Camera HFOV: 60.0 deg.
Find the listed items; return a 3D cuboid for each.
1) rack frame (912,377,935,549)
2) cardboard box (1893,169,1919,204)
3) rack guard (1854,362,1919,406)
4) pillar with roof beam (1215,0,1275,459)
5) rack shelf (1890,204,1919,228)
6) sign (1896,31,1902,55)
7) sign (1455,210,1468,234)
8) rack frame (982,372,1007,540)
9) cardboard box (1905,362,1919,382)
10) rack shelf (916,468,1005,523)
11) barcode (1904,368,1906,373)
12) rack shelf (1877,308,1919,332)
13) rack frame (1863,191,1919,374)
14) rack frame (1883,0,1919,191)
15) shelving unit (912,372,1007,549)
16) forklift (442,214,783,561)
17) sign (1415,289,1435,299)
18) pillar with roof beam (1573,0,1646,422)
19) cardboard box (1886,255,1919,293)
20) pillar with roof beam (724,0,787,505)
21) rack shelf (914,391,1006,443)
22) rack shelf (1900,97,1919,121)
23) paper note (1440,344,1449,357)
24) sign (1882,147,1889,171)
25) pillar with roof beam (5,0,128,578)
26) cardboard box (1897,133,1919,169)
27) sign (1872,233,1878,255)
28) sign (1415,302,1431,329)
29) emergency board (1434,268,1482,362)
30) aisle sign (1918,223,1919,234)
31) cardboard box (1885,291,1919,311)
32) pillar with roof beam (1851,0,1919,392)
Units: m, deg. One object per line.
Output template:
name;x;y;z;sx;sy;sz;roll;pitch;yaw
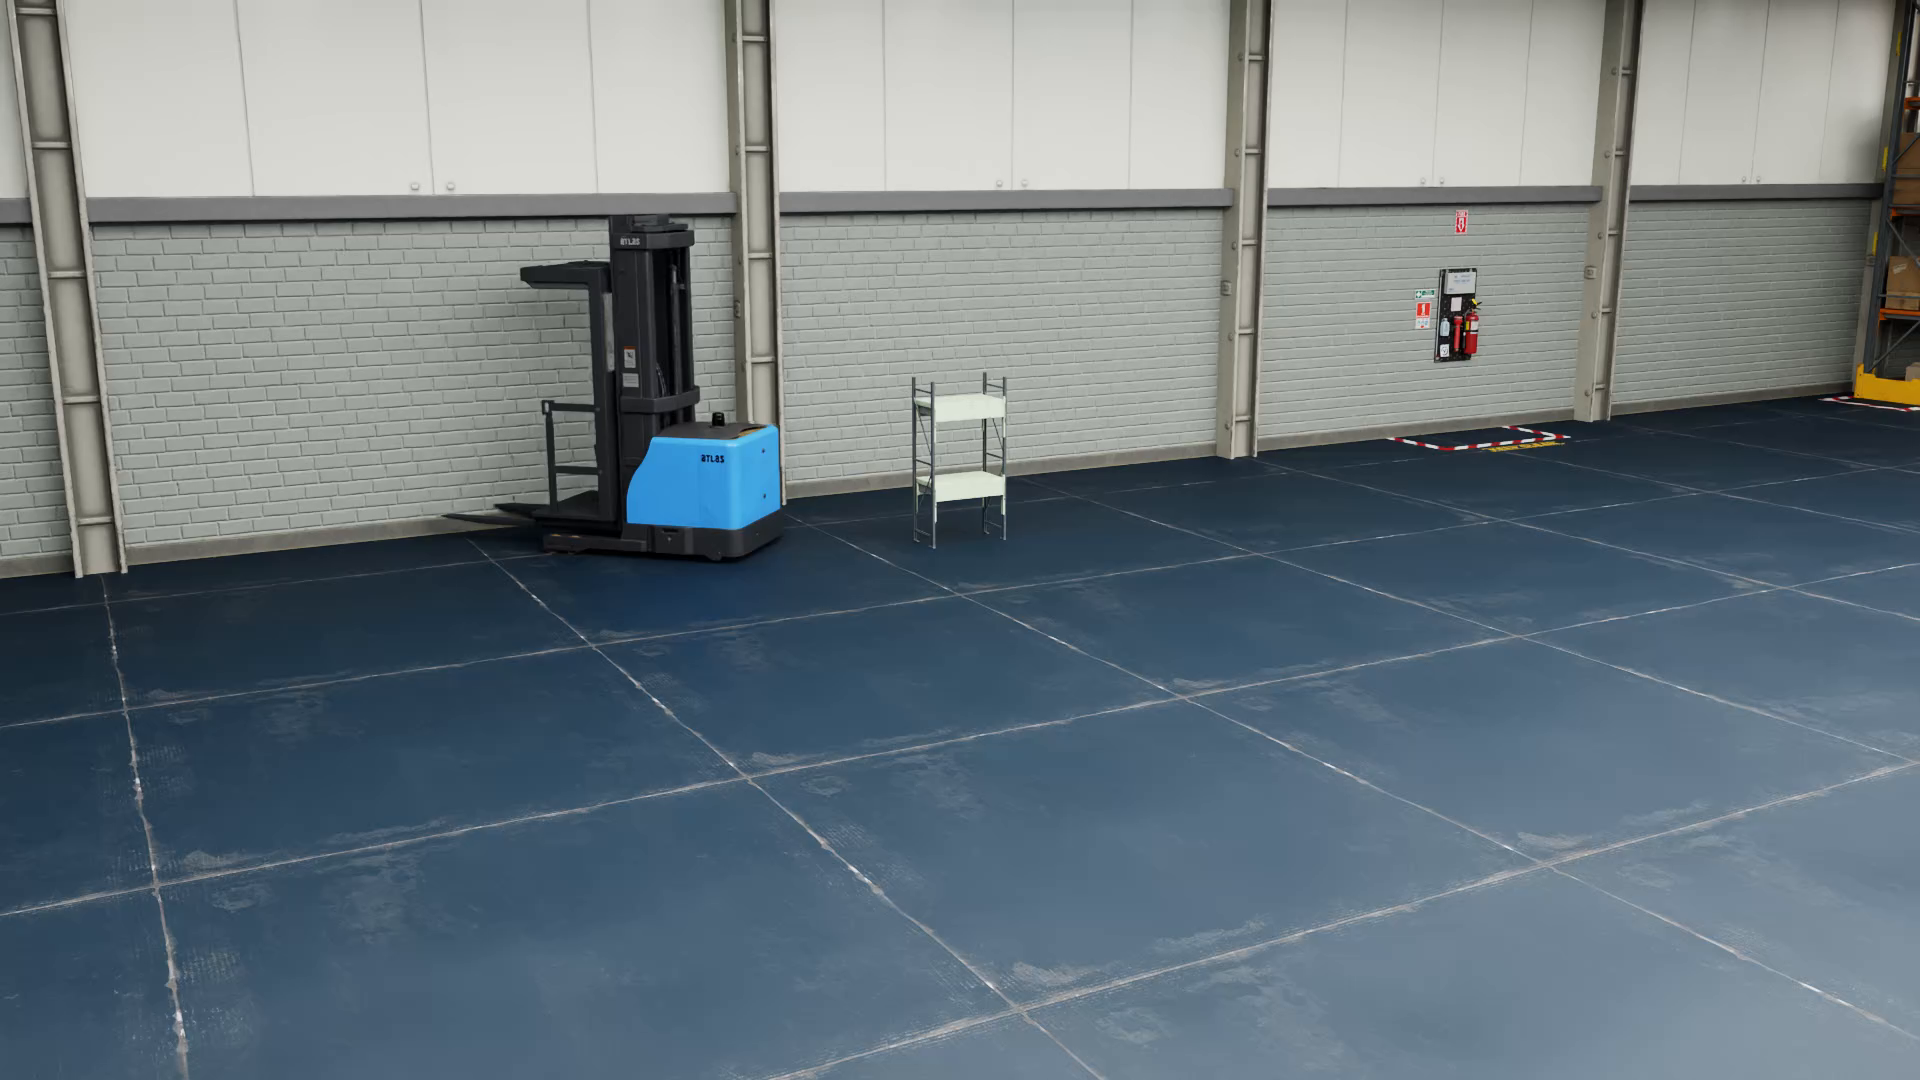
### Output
rack frame;-0.327;-0.692;14.911;0.023;1.500;0.400;-7;14;-28
cardboard box;13.843;-5.097;23.961;0.500;0.500;0.500;-6;14;-24
rack guard;13.665;-2.271;24.202;0.348;0.500;1.175;-7;14;-28
pillar with roof beam;5.328;-4.557;15.005;0.400;9.000;9.100;-7;14;-28
rack shelf;15.354;-4.805;24.577;4.000;0.370;1.077;-7;14;-28
sign;13.350;-7.051;23.598;0.005;0.325;0.100;-7;14;-28
sign;6.290;-3.988;20.860;0.199;0.298;0.001;-7;14;-28
rack frame;0.315;-0.769;15.253;0.023;1.500;0.400;-7;14;-28
cardboard box;14.249;-2.441;24.385;0.500;0.311;0.500;-9;15;-34
rack shelf;-0.006;-0.413;15.154;0.720;0.370;0.431;-7;14;-28
barcode;14.073;-2.524;24.735;0.075;0.075;0.001;-7;14;-28
rack shelf;15.354;-3.342;24.906;4.000;0.370;1.077;-7;14;-28
rack frame;13.598;-3.482;23.892;0.127;3.000;1.000;-7;14;-28
rack frame;13.598;-6.409;23.233;0.127;3.000;1.000;-7;14;-28
shelving unit;-0.006;-0.731;15.082;0.755;1.500;0.431;-7;14;-28
forklift;-3.194;-1.410;14.840;3.031;2.935;1.130;4;13;16
sign;5.818;-3.075;20.795;0.331;0.109;0.001;-7;14;-28
pillar with roof beam;10.594;-5.189;17.810;0.400;9.000;9.100;-7;14;-28
cardboard box;13.910;-3.875;24.226;0.500;0.500;0.500;-7;14;-28
pillar with roof beam;0.062;-3.926;12.201;0.400;9.000;9.100;-7;14;-28
rack shelf;-0.006;-1.112;14.996;0.720;0.370;0.431;-7;14;-28
rack shelf;15.354;-6.267;24.248;4.000;0.370;1.077;-7;14;-28
paper note;6.156;-2.404;21.106;0.142;0.148;0.016;-7;14;-28
sign;13.350;-5.487;23.950;0.005;0.325;0.100;-7;14;-28
pillar with roof beam;-5.205;-3.295;9.396;0.400;9.000;9.100;-7;14;-28
cardboard box;13.851;-5.588;23.865;0.500;0.500;0.500;-6;14;-25
sign;13.350;-4.311;24.215;0.005;0.325;0.100;-7;14;-28
sign;5.810;-2.818;20.859;0.234;0.329;0.001;-7;14;-28
emergency board;6.344;-2.839;21.033;0.643;1.169;0.194;-7;14;-28
aisle sign;13.679;-4.685;23.316;0.004;0.787;0.394;-7;14;-28
cardboard box;13.916;-3.506;24.291;0.500;0.250;0.500;-7;14;-27
pillar with roof beam;15.861;-5.820;20.615;0.400;9.000;9.100;-7;14;-28
